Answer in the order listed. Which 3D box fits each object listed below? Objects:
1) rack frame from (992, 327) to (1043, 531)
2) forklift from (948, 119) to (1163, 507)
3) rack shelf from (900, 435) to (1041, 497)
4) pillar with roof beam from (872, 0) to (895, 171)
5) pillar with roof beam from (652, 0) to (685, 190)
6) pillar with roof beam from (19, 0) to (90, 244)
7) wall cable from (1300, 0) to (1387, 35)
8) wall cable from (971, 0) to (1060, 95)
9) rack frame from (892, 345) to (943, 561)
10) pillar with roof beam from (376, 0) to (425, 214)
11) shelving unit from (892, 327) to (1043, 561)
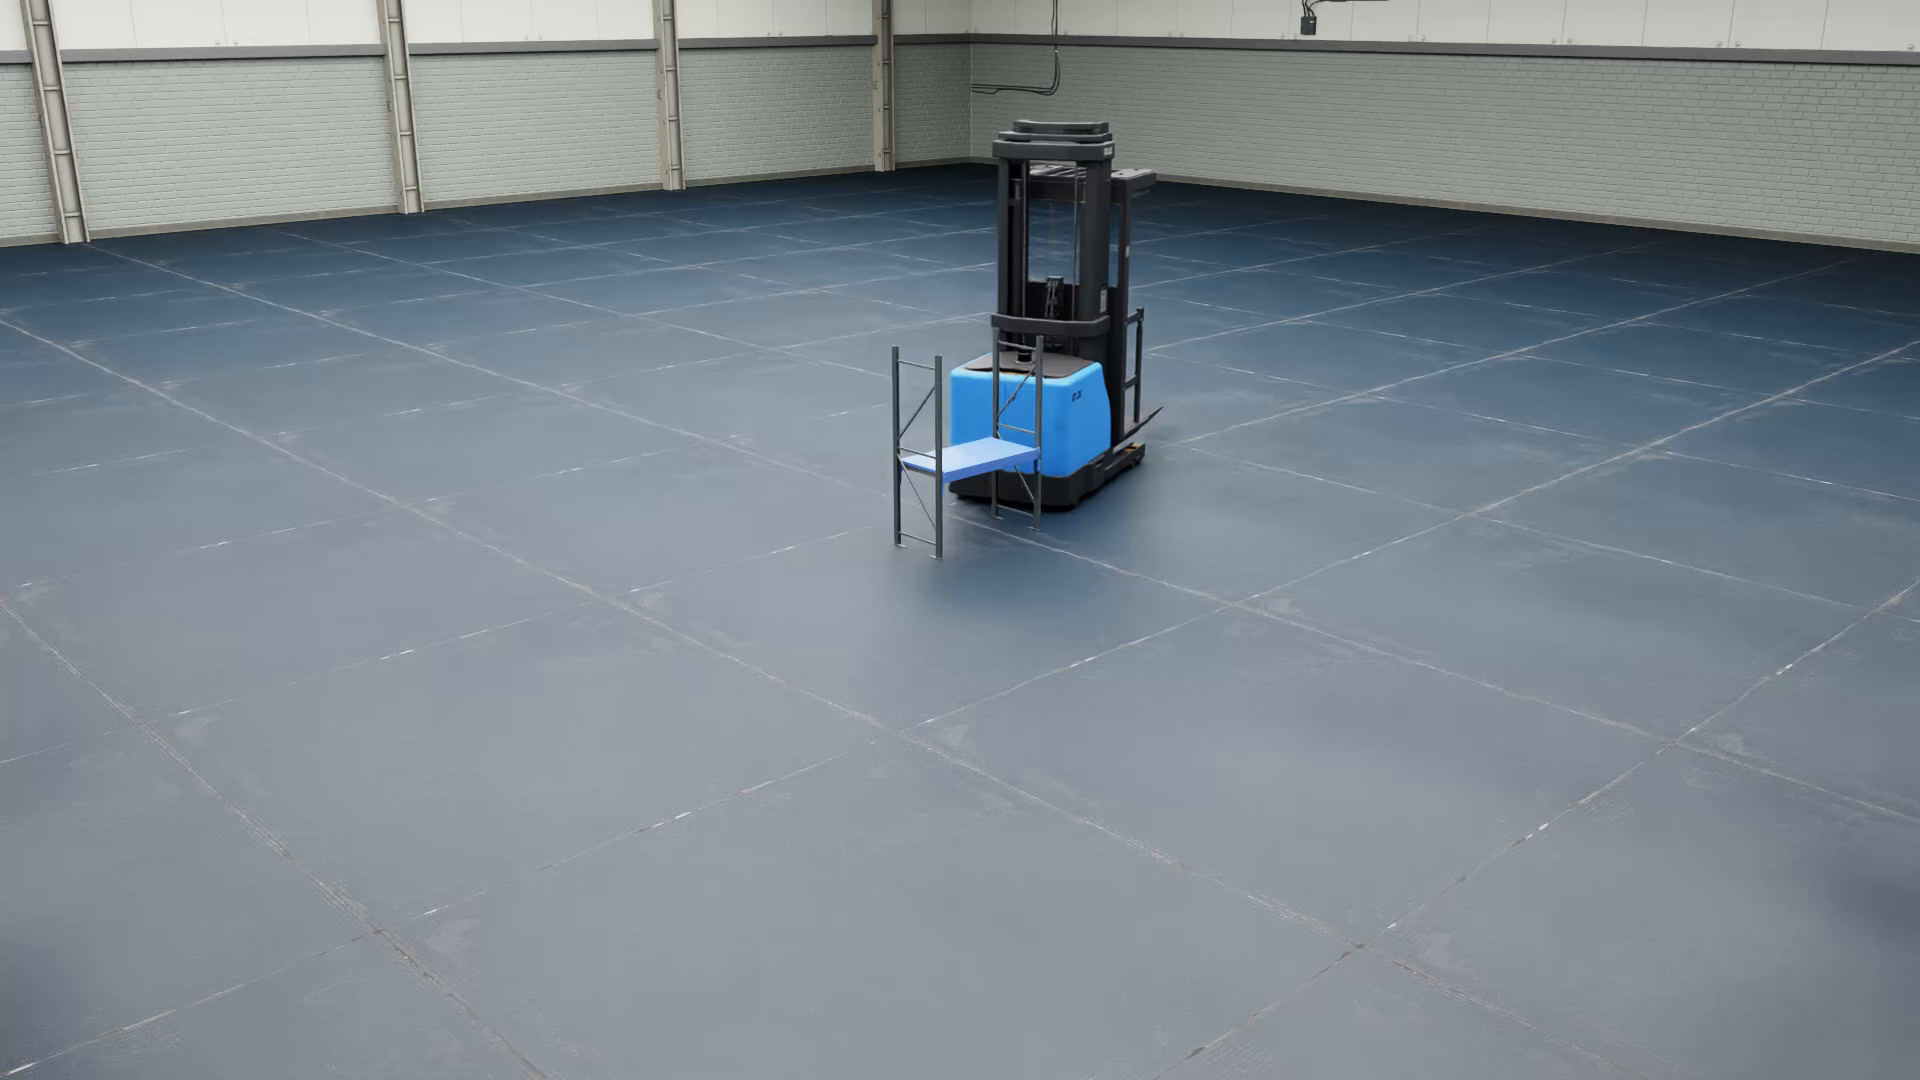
[{"bbox_3d":[0.431,-0.839,12.641,0.032,1.500,0.500,-16,24,-41],"label":"rack frame"},{"bbox_3d":[0.978,-2.069,14.114,1.130,2.935,3.031,8,20,23],"label":"forklift"},{"bbox_3d":[0.062,-0.560,12.365,1.000,0.185,0.538,-16,24,-41],"label":"rack shelf"},{"bbox_3d":[1.158,-12.145,35.354,0.400,9.000,9.100,-16,24,-41],"label":"pillar with roof beam"},{"bbox_3d":[-3.202,-10.874,31.433,0.400,9.000,9.100,-16,24,-41],"label":"pillar with roof beam"},{"bbox_3d":[-11.921,-8.331,23.590,0.400,9.000,9.100,-16,24,-41],"label":"pillar with roof beam"},{"bbox_3d":[7.760,-12.925,32.244,0.169,6.003,2.305,-16,24,-41],"label":"wall cable"},{"bbox_3d":[1.249,-11.961,39.820,0.112,2.526,3.097,-16,24,-41],"label":"wall cable"},{"bbox_3d":[-0.307,-0.624,11.977,0.032,1.500,0.500,-16,24,-41],"label":"rack frame"},{"bbox_3d":[-7.561,-9.603,27.511,0.400,9.000,9.100,-16,24,-41],"label":"pillar with roof beam"},{"bbox_3d":[0.062,-0.732,12.309,1.048,1.500,0.538,-16,24,-41],"label":"shelving unit"}]
